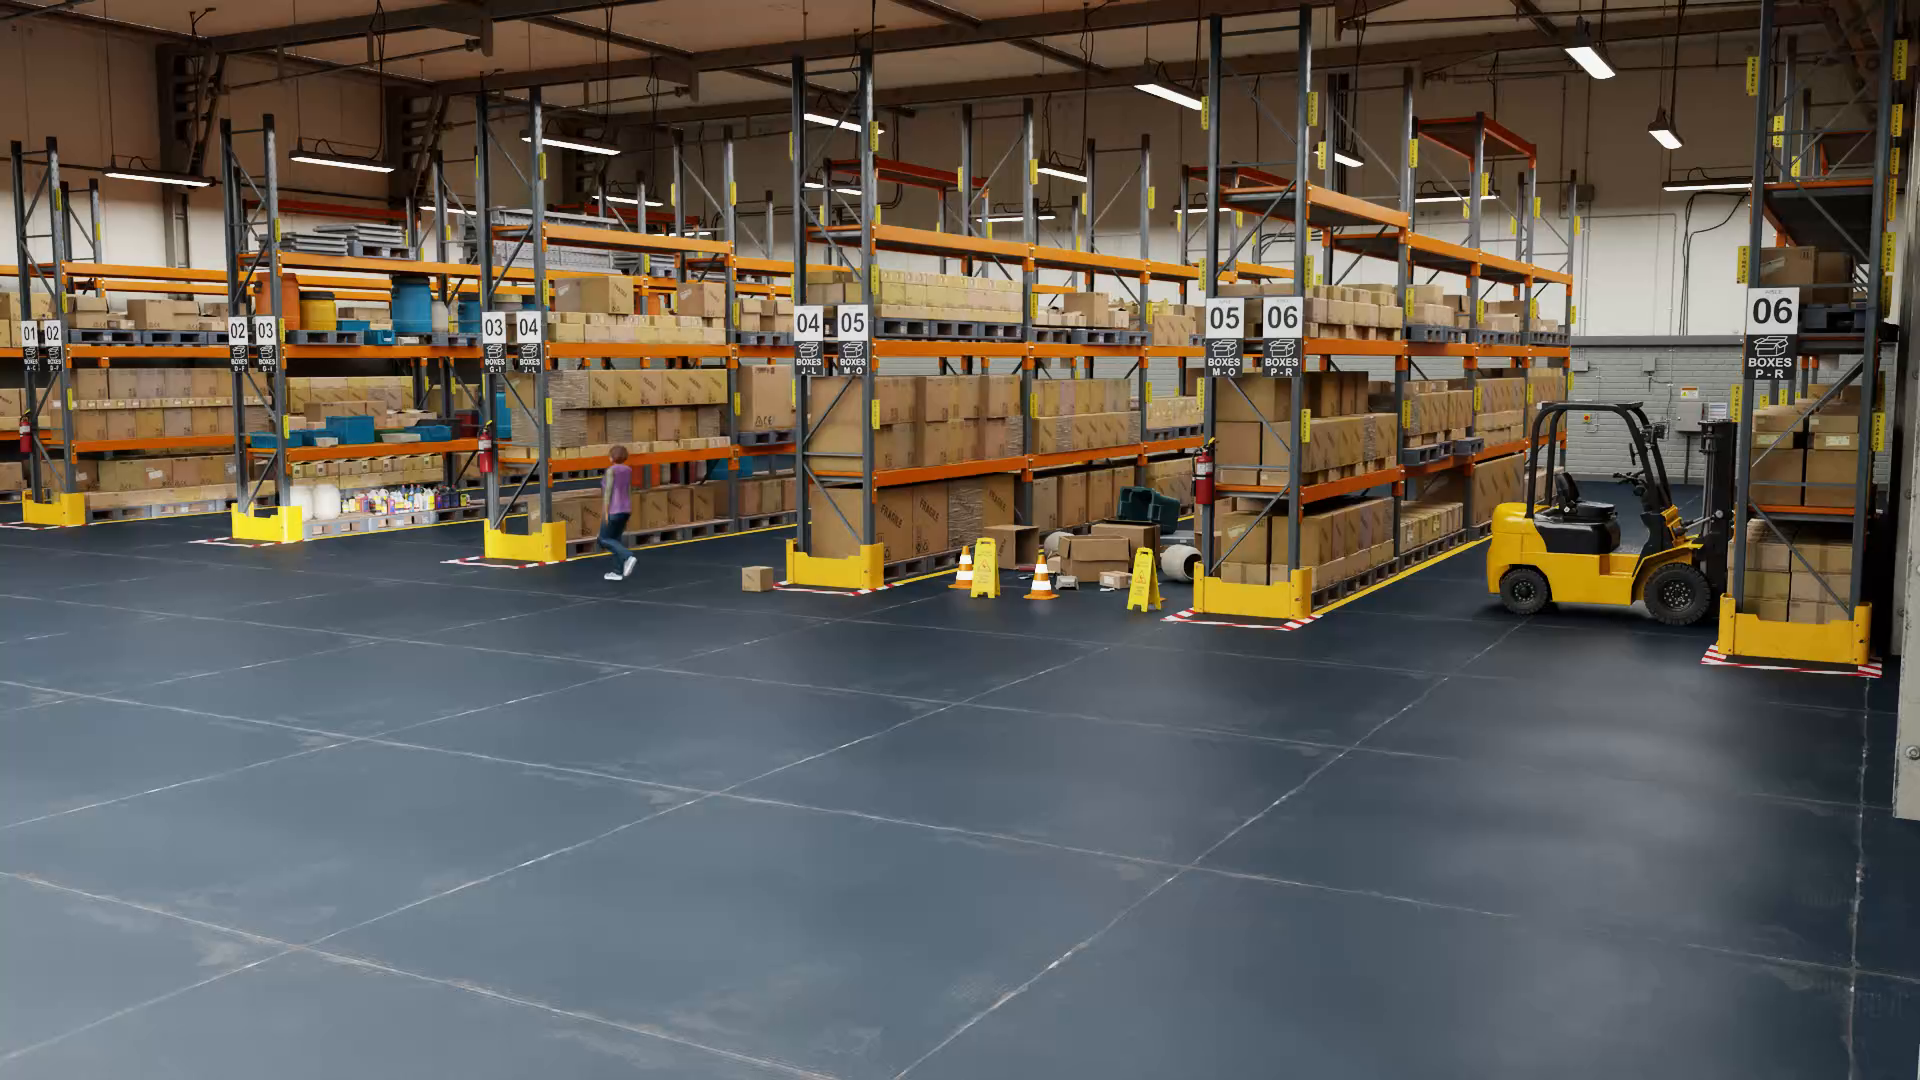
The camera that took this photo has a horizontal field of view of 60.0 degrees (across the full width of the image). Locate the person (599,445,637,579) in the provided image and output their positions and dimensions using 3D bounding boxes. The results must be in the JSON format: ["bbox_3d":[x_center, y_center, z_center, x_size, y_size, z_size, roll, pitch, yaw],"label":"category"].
[{"bbox_3d":[-3.951,-0.305,19.283,0.572,1.570,0.417,4,7,30],"label":"person"}]
